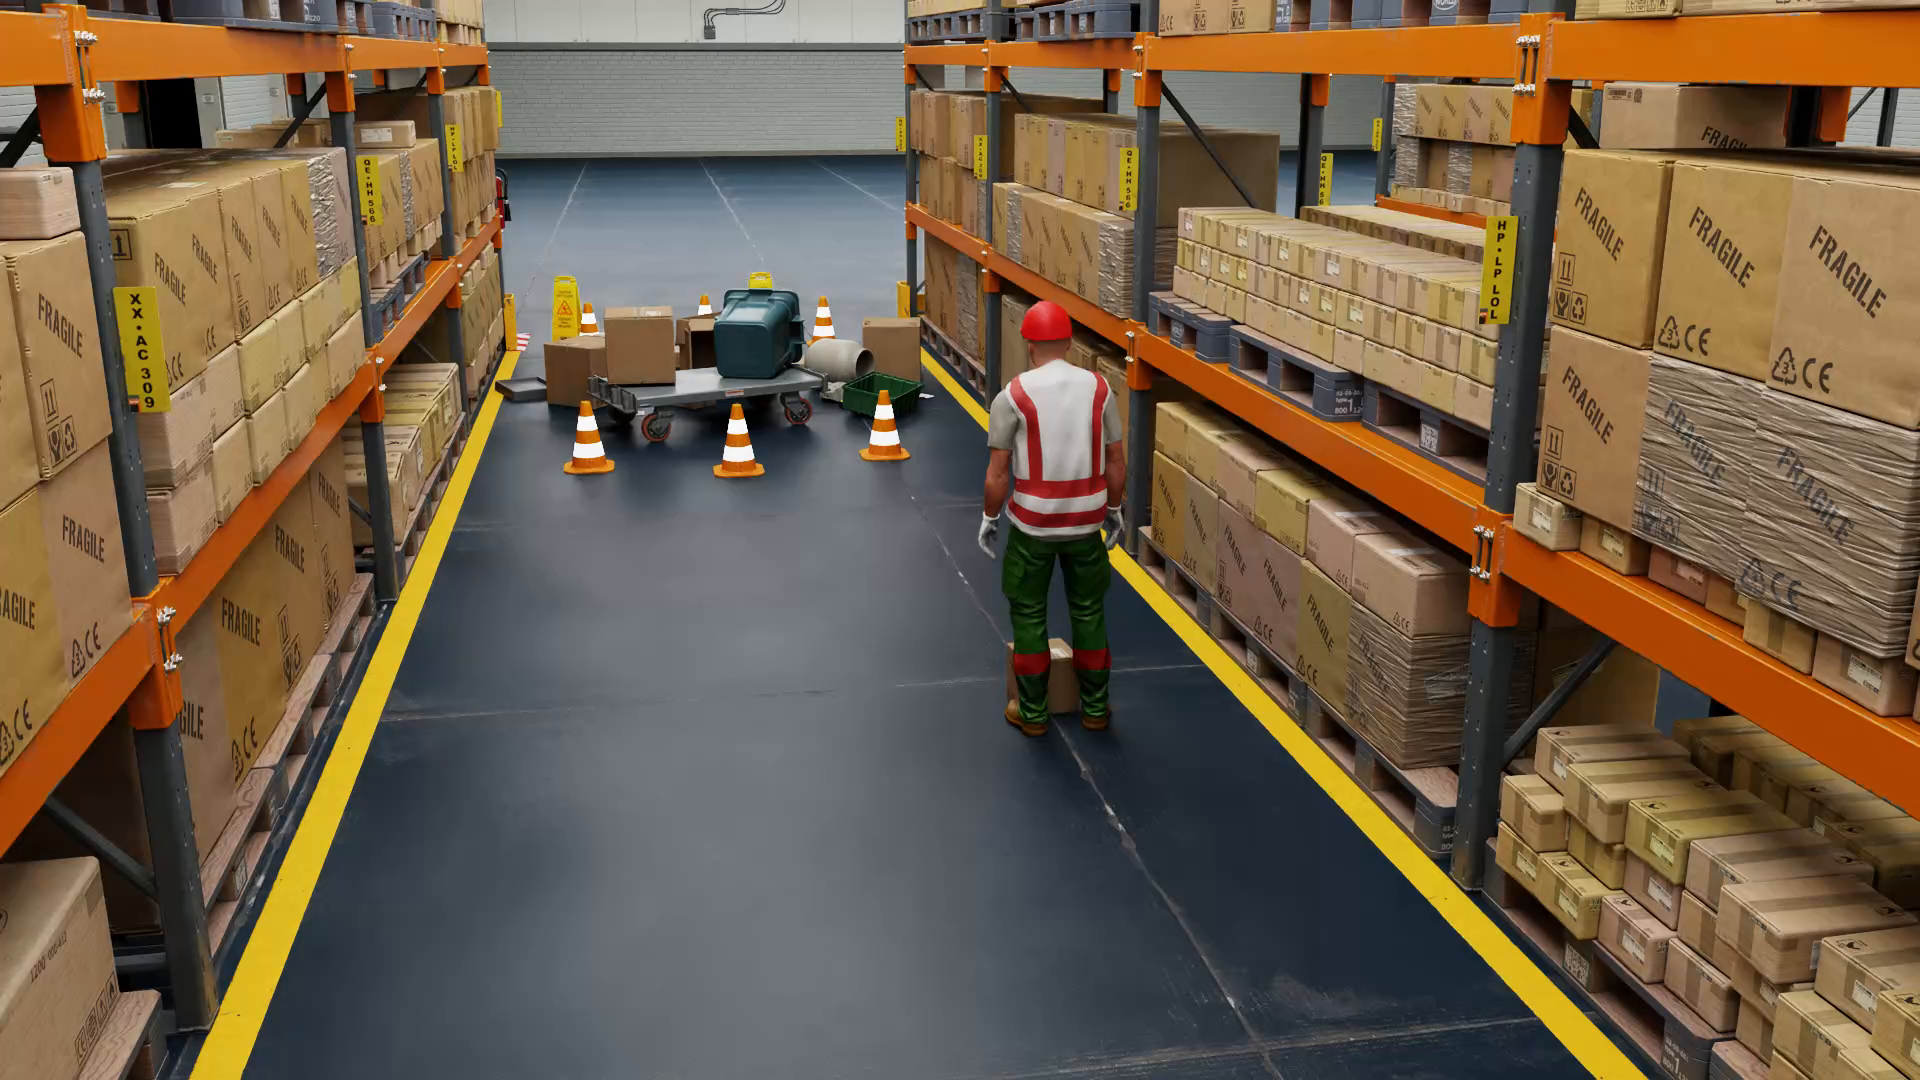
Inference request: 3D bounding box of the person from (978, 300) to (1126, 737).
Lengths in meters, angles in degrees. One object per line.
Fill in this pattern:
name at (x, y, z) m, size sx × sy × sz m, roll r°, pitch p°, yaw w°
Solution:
person at (0.379, -0.077, 6.769) m, size 0.622 × 1.781 × 0.445 m, roll -4°, pitch 17°, yaw -12°
